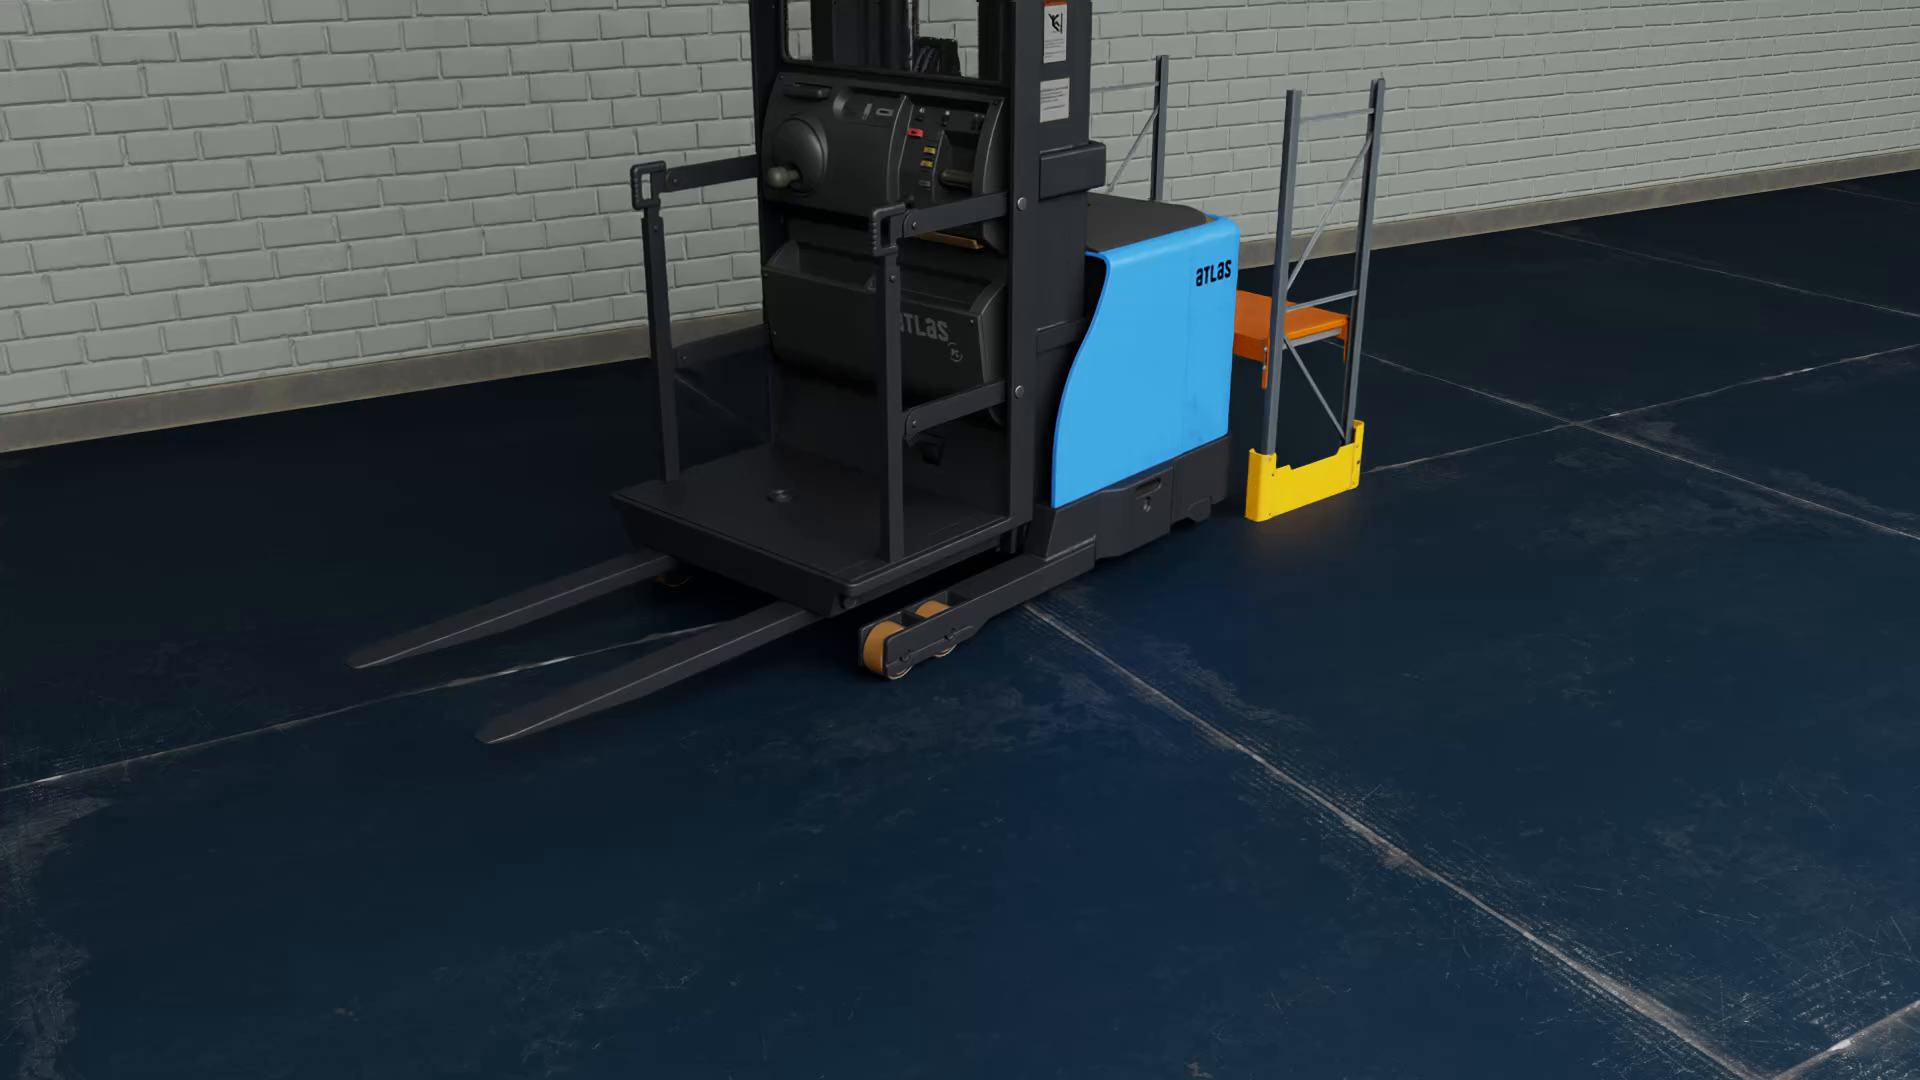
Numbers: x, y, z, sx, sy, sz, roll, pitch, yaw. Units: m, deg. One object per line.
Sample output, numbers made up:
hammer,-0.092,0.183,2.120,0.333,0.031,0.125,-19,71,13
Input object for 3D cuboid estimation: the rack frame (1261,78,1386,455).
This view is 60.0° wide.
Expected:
rack frame,1.274,-0.842,5.891,0.500,1.500,0.032,-18,28,-37

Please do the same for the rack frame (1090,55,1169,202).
rack frame,0.614,-1.133,6.608,0.500,1.500,0.032,-18,28,-37

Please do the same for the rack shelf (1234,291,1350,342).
rack shelf,0.944,-0.883,6.292,0.459,0.026,0.952,-18,28,-37

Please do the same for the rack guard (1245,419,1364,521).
rack guard,1.273,-0.263,6.127,0.587,0.250,0.087,-18,28,-37

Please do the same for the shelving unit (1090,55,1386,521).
shelving unit,0.950,-0.985,6.243,0.587,1.500,1.083,-18,28,-37
